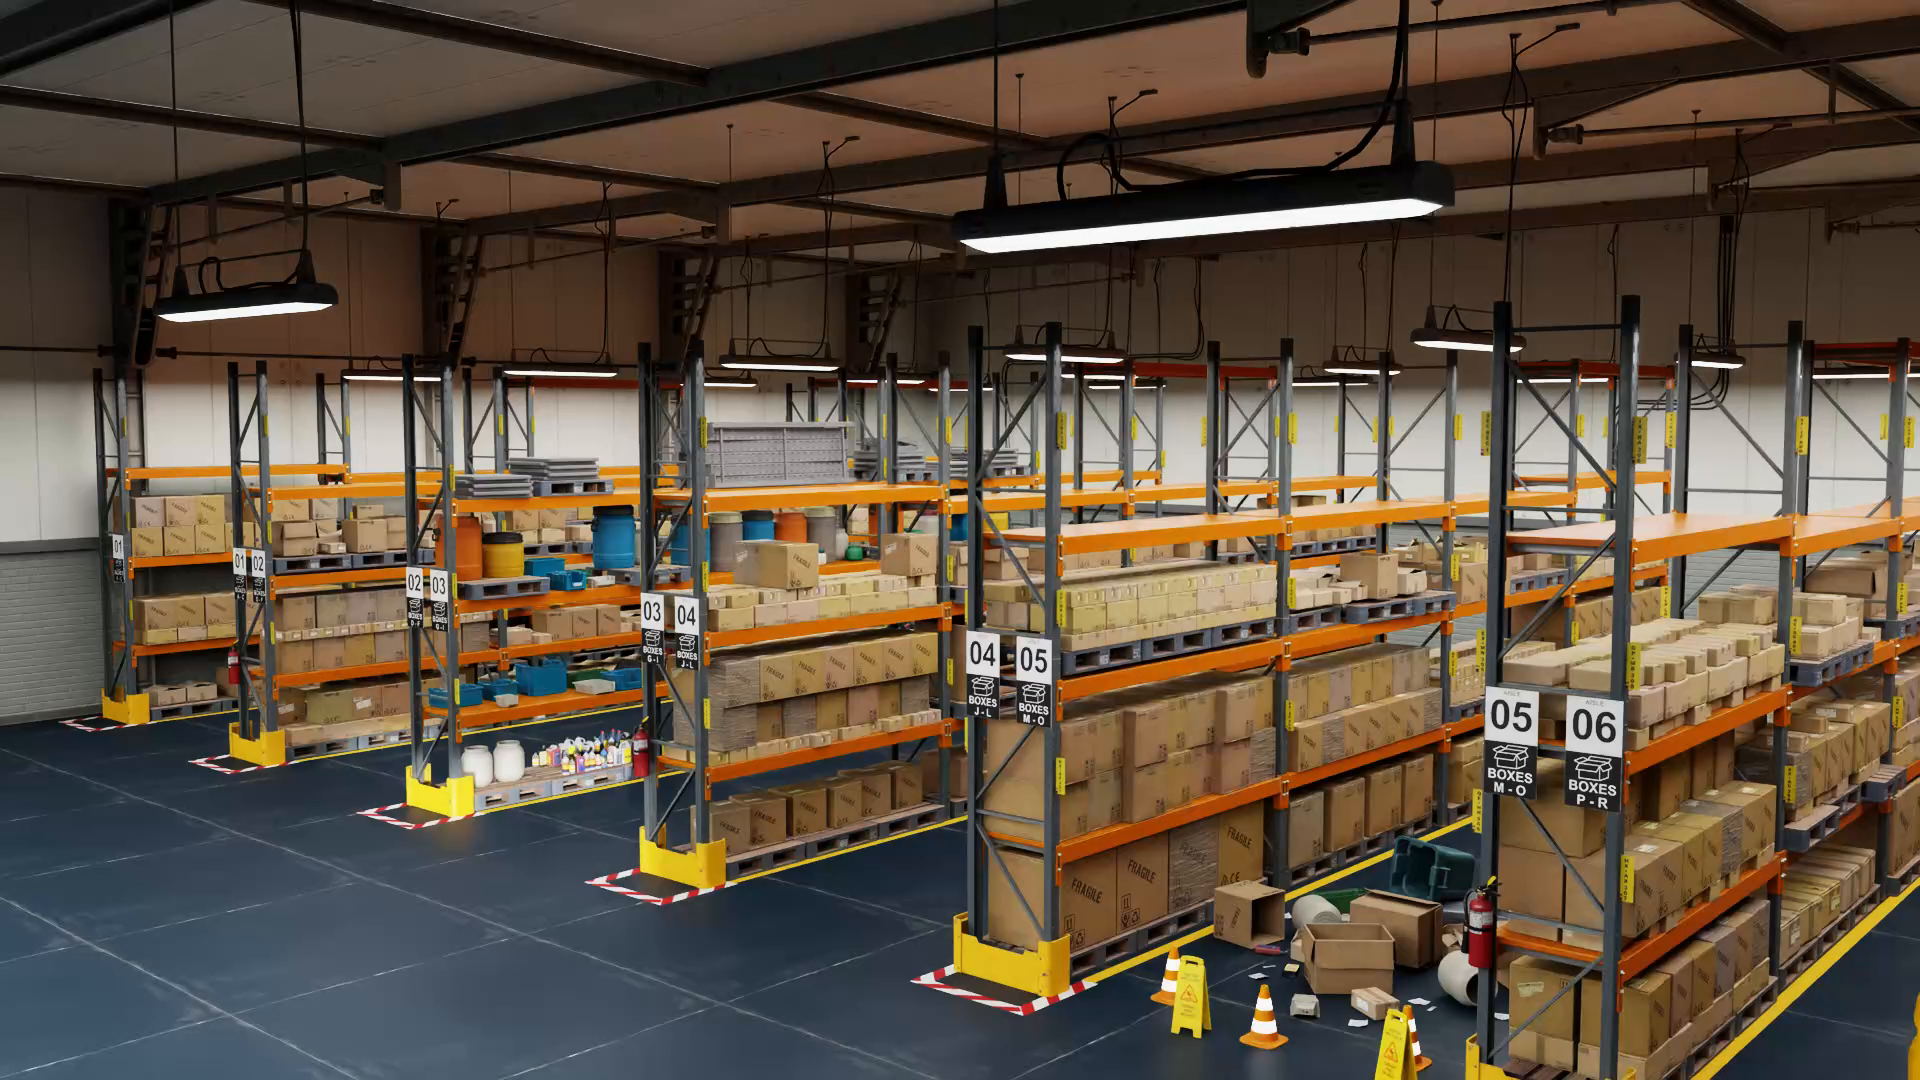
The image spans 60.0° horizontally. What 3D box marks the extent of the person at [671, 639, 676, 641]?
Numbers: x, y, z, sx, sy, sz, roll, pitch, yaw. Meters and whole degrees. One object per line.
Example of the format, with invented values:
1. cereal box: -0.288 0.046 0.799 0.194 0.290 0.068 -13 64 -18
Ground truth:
1. person: -4.588 2.221 27.886 0.601 1.799 0.469 -3 5 -39

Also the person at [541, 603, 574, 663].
1. person: -7.593 1.990 31.302 0.647 1.776 0.501 -2 5 -22
